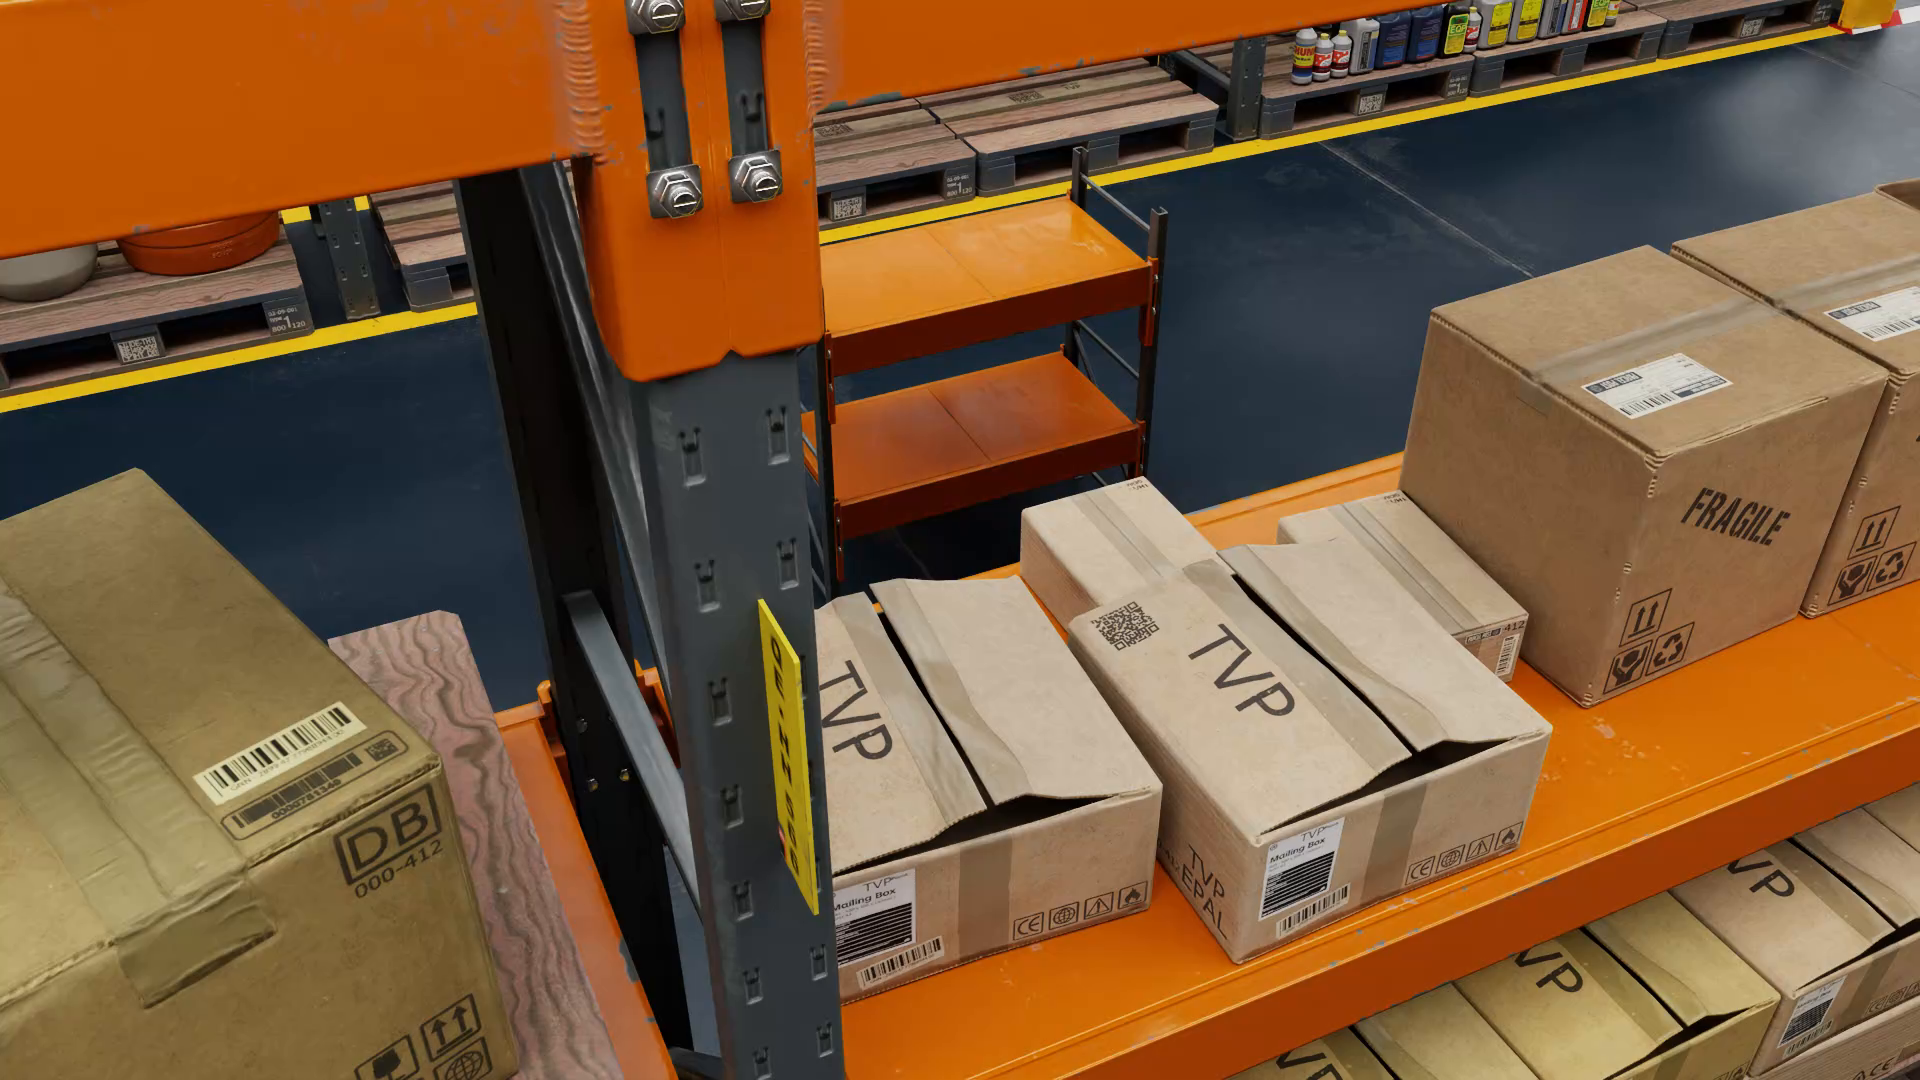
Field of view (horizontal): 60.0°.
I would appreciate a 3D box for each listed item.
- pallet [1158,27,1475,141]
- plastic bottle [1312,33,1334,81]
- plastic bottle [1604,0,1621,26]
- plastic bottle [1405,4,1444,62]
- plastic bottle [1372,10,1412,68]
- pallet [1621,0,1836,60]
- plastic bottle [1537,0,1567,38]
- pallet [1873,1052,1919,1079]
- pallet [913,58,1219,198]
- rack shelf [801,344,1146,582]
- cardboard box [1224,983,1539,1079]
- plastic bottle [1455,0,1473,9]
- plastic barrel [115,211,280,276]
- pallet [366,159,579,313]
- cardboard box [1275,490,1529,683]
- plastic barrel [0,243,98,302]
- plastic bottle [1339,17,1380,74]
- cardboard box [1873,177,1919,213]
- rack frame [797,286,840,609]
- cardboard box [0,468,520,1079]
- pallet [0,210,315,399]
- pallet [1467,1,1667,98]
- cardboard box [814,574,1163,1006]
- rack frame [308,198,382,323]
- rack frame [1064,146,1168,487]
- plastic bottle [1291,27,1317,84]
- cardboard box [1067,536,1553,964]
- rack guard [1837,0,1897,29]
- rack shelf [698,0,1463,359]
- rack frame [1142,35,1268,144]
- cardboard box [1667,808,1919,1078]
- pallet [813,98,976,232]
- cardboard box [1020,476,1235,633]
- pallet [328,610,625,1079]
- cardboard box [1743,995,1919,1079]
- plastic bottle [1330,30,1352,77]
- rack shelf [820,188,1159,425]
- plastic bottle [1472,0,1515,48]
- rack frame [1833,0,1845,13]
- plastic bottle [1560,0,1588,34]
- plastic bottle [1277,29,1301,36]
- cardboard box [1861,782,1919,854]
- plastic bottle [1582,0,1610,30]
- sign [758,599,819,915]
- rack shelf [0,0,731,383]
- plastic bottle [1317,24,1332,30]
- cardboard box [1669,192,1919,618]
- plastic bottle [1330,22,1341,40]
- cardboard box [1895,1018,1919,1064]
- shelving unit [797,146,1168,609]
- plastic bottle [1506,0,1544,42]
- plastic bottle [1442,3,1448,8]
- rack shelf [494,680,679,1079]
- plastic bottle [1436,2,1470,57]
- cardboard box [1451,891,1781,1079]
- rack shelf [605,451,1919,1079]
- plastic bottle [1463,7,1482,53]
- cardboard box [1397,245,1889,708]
[{"bbox_3d":[1.747,-2.362,8.258,1.213,0.211,1.003,-16,39,-20],"label":"pallet"},{"bbox_3d":[1.688,-2.258,7.756,0.097,0.201,0.097,0,37,0],"label":"plastic bottle"},{"bbox_3d":[3.266,-2.699,8.350,0.097,0.201,0.097,0,37,0],"label":"plastic bottle"},{"bbox_3d":[2.199,-2.476,7.925,0.185,0.351,0.144,-17,40,-22],"label":"plastic bottle"},{"bbox_3d":[2.028,-2.428,7.860,0.185,0.351,0.144,-15,39,-19],"label":"plastic bottle"},{"bbox_3d":[3.955,-2.980,9.091,1.213,0.211,1.003,-16,39,-20],"label":"pallet"},{"bbox_3d":[2.900,-2.645,8.215,0.135,0.276,0.152,-17,40,-21],"label":"plastic bottle"},{"bbox_3d":[1.466,0.976,3.757,1.213,0.211,1.003,-16,39,-20],"label":"pallet"},{"bbox_3d":[0.426,-1.995,7.763,1.213,0.211,1.003,-16,39,-20],"label":"pallet"},{"bbox_3d":[-0.006,-0.254,5.058,1.000,0.278,0.538,-16,39,-20],"label":"rack shelf"},{"bbox_3d":[0.672,0.949,2.938,0.500,0.311,0.500,-17,40,-21],"label":"cardboard box"},{"bbox_3d":[2.498,-2.627,8.191,0.135,0.276,0.152,-16,39,-20],"label":"plastic bottle"},{"bbox_3d":[-2.936,-1.486,6.205,0.708,0.830,0.600,-16,39,-20],"label":"plastic barrel"},{"bbox_3d":[-1.782,-1.378,6.930,1.213,0.211,1.003,-16,39,-20],"label":"pallet"},{"bbox_3d":[0.732,0.098,2.811,0.250,0.149,0.380,-13,38,-17],"label":"cardboard box"},{"bbox_3d":[-3.409,-1.168,6.042,0.421,0.512,0.421,0,37,0],"label":"plastic barrel"},{"bbox_3d":[1.877,-2.358,7.829,0.135,0.276,0.152,-14,39,-18],"label":"plastic bottle"},{"bbox_3d":[2.043,-0.384,3.166,0.500,0.500,0.500,-13,38,-17],"label":"cardboard box"},{"bbox_3d":[-0.466,-0.321,4.739,0.032,1.125,0.500,-16,39,-20],"label":"rack frame"},{"bbox_3d":[-0.921,0.361,1.809,0.500,0.500,0.700,-30,46,-34],"label":"cardboard box"},{"bbox_3d":[-3.196,-0.980,6.395,1.213,0.211,1.003,-16,39,-20],"label":"pallet"},{"bbox_3d":[2.853,-2.674,8.677,1.213,0.211,1.003,-16,39,-20],"label":"pallet"},{"bbox_3d":[-0.051,0.317,2.379,0.500,0.311,0.500,-13,39,-17],"label":"cardboard box"},{"bbox_3d":[-2.500,-2.322,5.863,0.127,3.000,1.000,-16,39,-20],"label":"rack frame"},{"bbox_3d":[0.454,-0.579,5.086,0.032,1.125,0.500,-16,39,-20],"label":"rack frame"},{"bbox_3d":[1.596,-2.260,7.700,0.097,0.271,0.097,0,37,0],"label":"plastic bottle"},{"bbox_3d":[0.493,0.264,2.451,0.500,0.311,0.500,-16,39,-20],"label":"cardboard box"},{"bbox_3d":[4.693,-3.299,9.278,0.348,0.500,1.175,-16,39,-20],"label":"rack guard"},{"bbox_3d":[1.412,-1.072,2.264,4.000,0.370,1.077,-16,39,-20],"label":"rack shelf"},{"bbox_3d":[1.121,-3.335,7.228,0.127,3.000,1.000,-16,39,-20],"label":"rack frame"},{"bbox_3d":[1.600,0.690,3.286,0.500,0.311,0.500,-16,39,-21],"label":"cardboard box"},{"bbox_3d":[-0.679,-1.684,7.343,1.213,0.211,1.003,-16,39,-20],"label":"pallet"},{"bbox_3d":[0.298,0.074,2.843,0.250,0.149,0.380,-16,39,-20],"label":"cardboard box"},{"bbox_3d":[-0.983,0.636,2.035,1.003,0.211,1.213,-16,39,-20],"label":"pallet"},{"bbox_3d":[1.587,0.919,3.448,0.500,0.250,0.500,-15,39,-19],"label":"cardboard box"},{"bbox_3d":[1.780,-2.283,7.790,0.097,0.201,0.097,0,37,0],"label":"plastic bottle"},{"bbox_3d":[-0.006,-0.685,4.738,1.000,0.278,0.538,-16,39,-20],"label":"rack shelf"},{"bbox_3d":[2.584,-2.584,8.070,0.185,0.351,0.144,-16,39,-20],"label":"plastic bottle"},{"bbox_3d":[4.742,-4.347,8.593,0.127,3.000,1.000,-16,39,-20],"label":"rack frame"},{"bbox_3d":[3.026,-2.680,8.262,0.135,0.276,0.152,-15,39,-20],"label":"plastic bottle"},{"bbox_3d":[1.643,-2.688,8.211,0.185,0.351,0.144,-16,39,-20],"label":"plastic bottle"},{"bbox_3d":[2.056,0.565,3.455,0.500,0.311,0.500,-16,39,-20],"label":"cardboard box"},{"bbox_3d":[3.168,-2.692,8.273,0.133,0.283,0.061,-15,39,-19],"label":"plastic bottle"},{"bbox_3d":[-0.160,0.207,1.548,0.005,0.325,0.100,-16,39,-20],"label":"sign"},{"bbox_3d":[-2.209,-0.060,0.899,4.000,0.370,1.077,-16,39,-20],"label":"rack shelf"},{"bbox_3d":[1.841,-2.711,8.304,0.135,0.276,0.152,-16,39,-20],"label":"plastic bottle"},{"bbox_3d":[1.590,-0.257,2.995,0.500,0.500,0.500,-16,39,-20],"label":"cardboard box"},{"bbox_3d":[1.831,-2.419,7.904,0.133,0.283,0.061,-16,39,-20],"label":"plastic bottle"},{"bbox_3d":[2.048,0.791,3.621,0.500,0.250,0.500,-15,39,-19],"label":"cardboard box"},{"bbox_3d":[-0.006,-0.450,4.913,1.048,1.125,0.538,-16,39,-20],"label":"shelving unit"},{"bbox_3d":[2.752,-2.631,8.133,0.185,0.351,0.144,-14,39,-18],"label":"plastic bottle"},{"bbox_3d":[2.316,-2.501,8.026,0.097,0.271,0.097,0,37,0],"label":"plastic bottle"},{"bbox_3d":[-2.209,1.145,1.792,4.000,0.370,1.077,-16,39,-20],"label":"rack shelf"},{"bbox_3d":[2.366,-2.468,7.971,0.133,0.283,0.061,-14,39,-18],"label":"plastic bottle"},{"bbox_3d":[1.135,0.821,3.110,0.500,0.311,0.500,-17,40,-21],"label":"cardboard box"},{"bbox_3d":[1.412,0.133,3.157,4.000,0.370,1.077,-16,39,-20],"label":"rack shelf"},{"bbox_3d":[2.465,-2.475,8.049,0.097,0.201,0.097,0,37,0],"label":"plastic bottle"},{"bbox_3d":[1.113,-0.124,2.815,0.500,0.500,0.500,-18,40,-22],"label":"cardboard box"}]
